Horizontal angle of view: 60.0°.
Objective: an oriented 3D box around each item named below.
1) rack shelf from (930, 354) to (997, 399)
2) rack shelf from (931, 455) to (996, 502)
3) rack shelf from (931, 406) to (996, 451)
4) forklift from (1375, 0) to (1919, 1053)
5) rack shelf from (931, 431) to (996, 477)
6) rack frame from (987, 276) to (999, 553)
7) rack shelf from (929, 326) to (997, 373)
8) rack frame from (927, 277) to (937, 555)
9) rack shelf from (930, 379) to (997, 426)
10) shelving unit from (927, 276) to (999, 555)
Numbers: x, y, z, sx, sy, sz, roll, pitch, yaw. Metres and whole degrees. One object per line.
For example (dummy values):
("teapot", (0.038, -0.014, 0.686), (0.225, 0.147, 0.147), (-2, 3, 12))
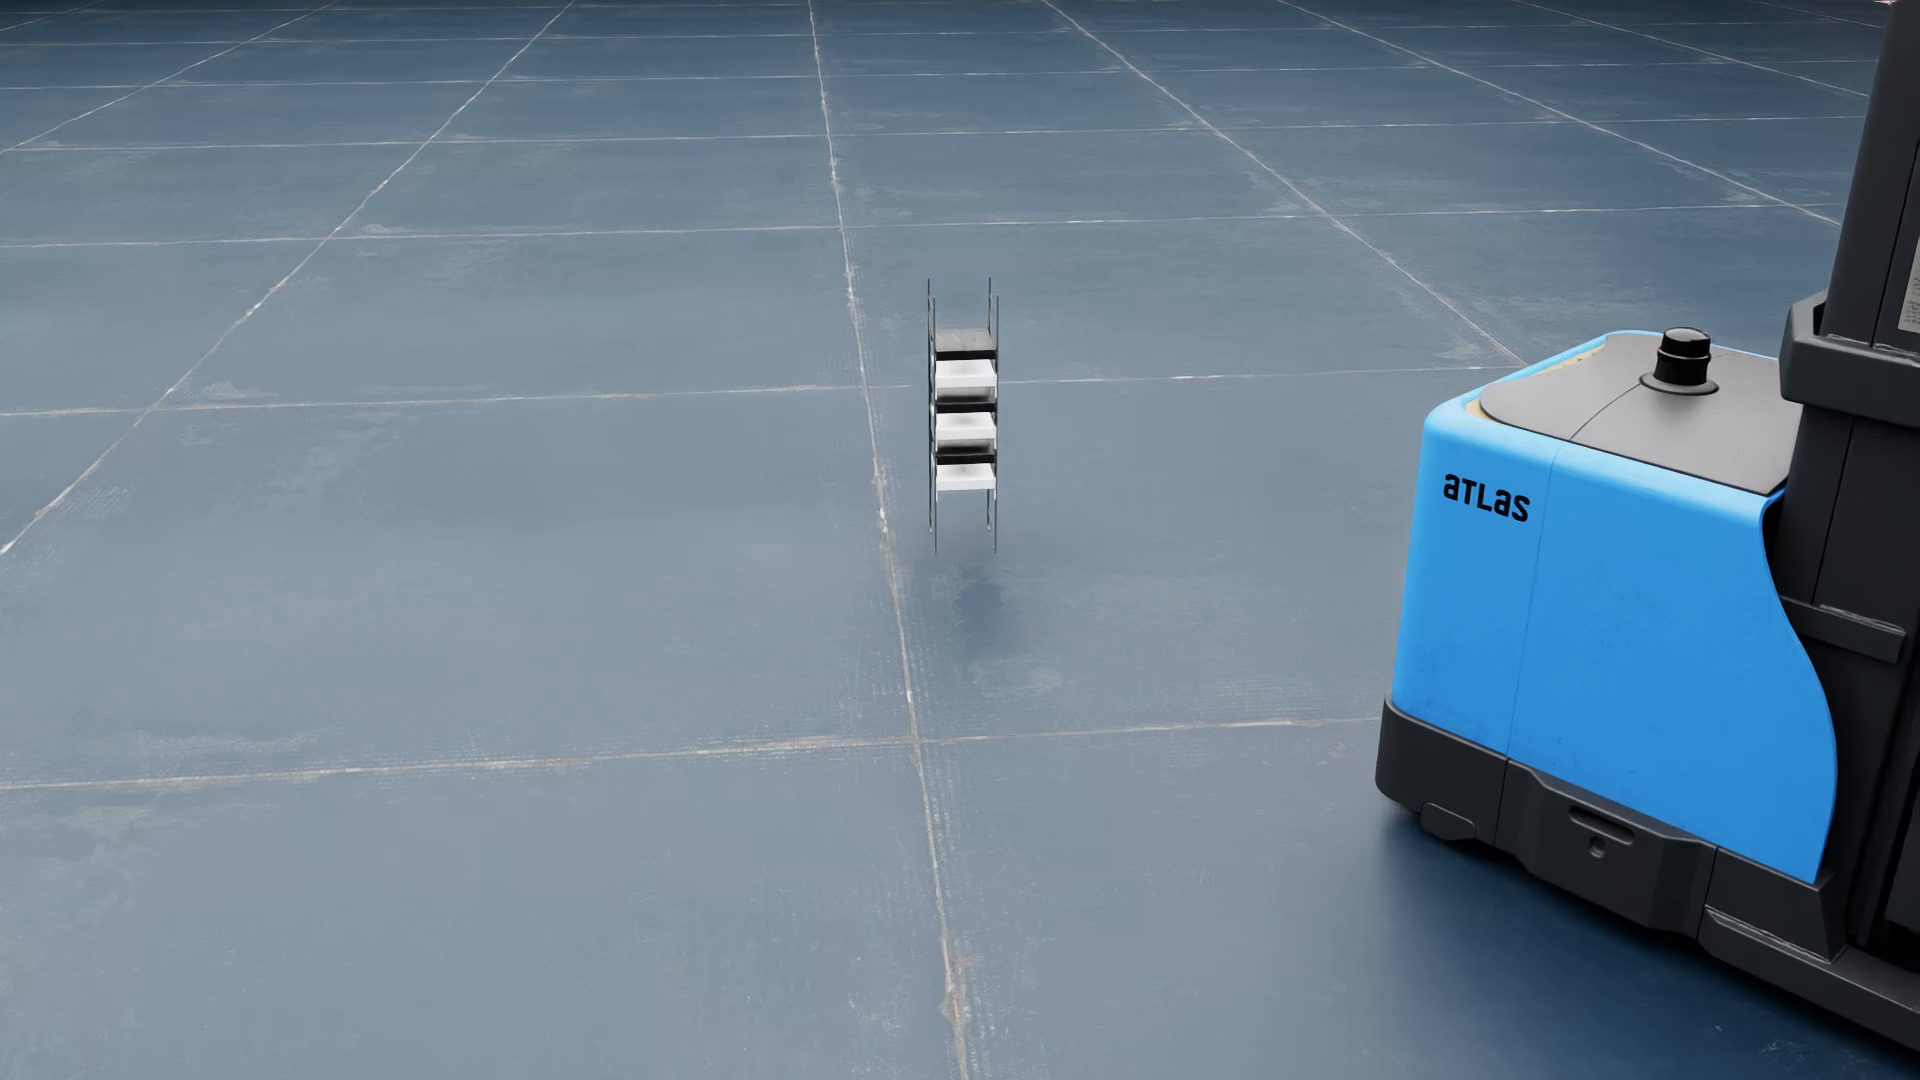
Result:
("rack shelf", (0.008, -0.546, 5.508), (0.200, 0.077, 0.258), (-2, 24, -5))
("rack shelf", (0.008, -0.217, 5.655), (0.200, 0.077, 0.258), (-2, 24, -5))
("rack shelf", (0.008, -0.381, 5.581), (0.200, 0.077, 0.258), (-2, 24, -5))
("forklift", (2.426, -0.359, 2.949), (1.130, 2.935, 3.031), (-21, 32, -39))
("rack shelf", (0.008, -0.299, 5.618), (0.200, 0.077, 0.258), (-2, 24, -5))
("rack frame", (0.109, -0.416, 5.577), (0.006, 0.900, 0.240), (-2, 24, -5))
("rack shelf", (0.008, -0.628, 5.472), (0.200, 0.077, 0.258), (-2, 24, -5))
("rack frame", (-0.093, -0.407, 5.559), (0.006, 0.900, 0.240), (-2, 24, -5))
("rack shelf", (0.008, -0.463, 5.545), (0.200, 0.077, 0.258), (-2, 24, -5))
("shelving unit", (0.008, -0.412, 5.568), (0.210, 0.900, 0.258), (-2, 24, -5))
